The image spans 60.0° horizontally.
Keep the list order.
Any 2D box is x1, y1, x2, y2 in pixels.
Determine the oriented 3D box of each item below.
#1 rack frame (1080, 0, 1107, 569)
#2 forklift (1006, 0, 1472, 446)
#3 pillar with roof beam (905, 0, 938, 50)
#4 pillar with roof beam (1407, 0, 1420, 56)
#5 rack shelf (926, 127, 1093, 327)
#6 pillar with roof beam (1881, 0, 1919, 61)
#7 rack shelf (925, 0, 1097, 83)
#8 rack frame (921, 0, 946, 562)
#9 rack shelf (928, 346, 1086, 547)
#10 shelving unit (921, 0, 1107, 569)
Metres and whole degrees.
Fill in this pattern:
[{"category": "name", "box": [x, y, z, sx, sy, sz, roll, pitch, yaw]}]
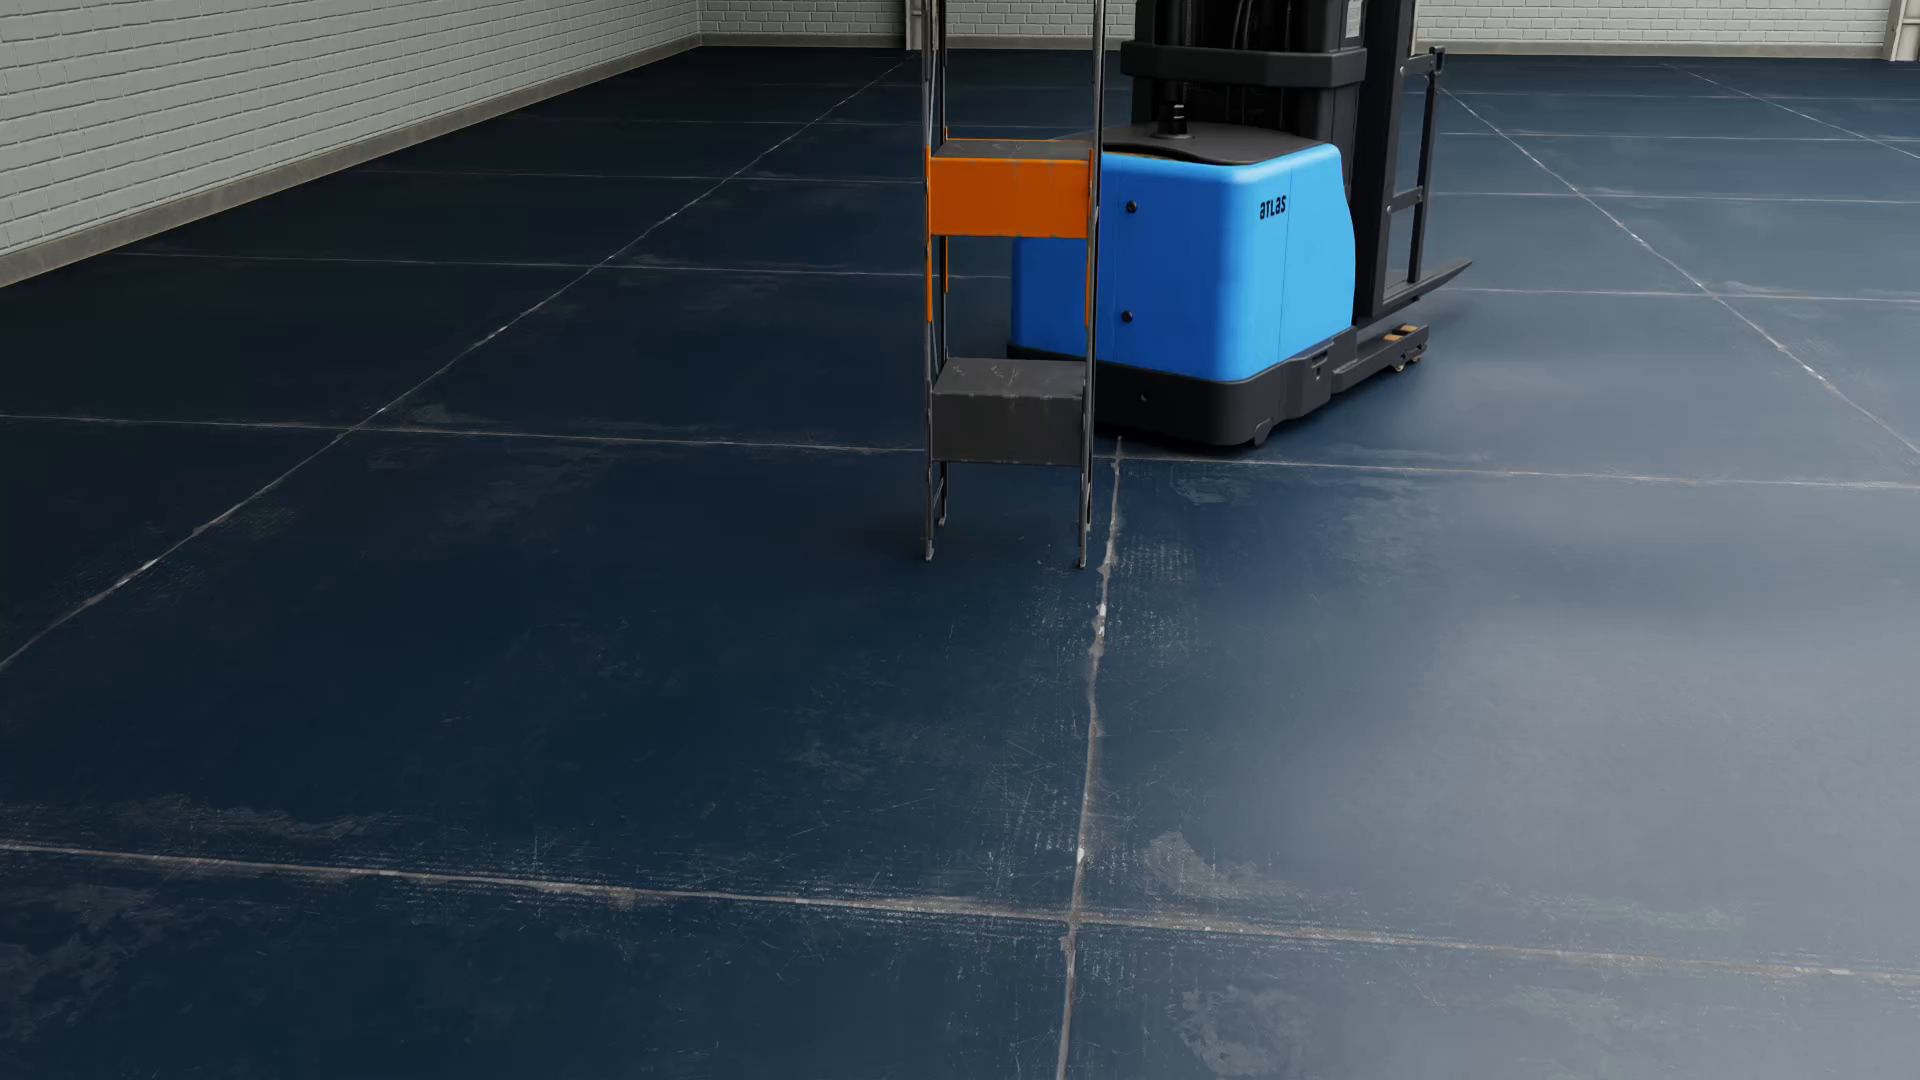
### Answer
[{"category": "rack frame", "box": [0.407, -0.959, 5.009, 0.015, 2.100, 0.400, 2, 22, 6]}, {"category": "forklift", "box": [1.447, -2.193, 7.000, 1.130, 2.935, 3.031, 15, 26, 33]}, {"category": "pillar with roof beam", "box": [-0.990, -8.960, 15.863, 0.400, 9.000, 9.100, 2, 22, 6]}, {"category": "pillar with roof beam", "box": [4.969, -8.700, 15.206, 0.400, 9.000, 9.100, 2, 22, 6]}, {"category": "rack shelf", "box": [0.164, -0.957, 5.041, 0.480, 0.518, 0.431, 2, 22, 6]}, {"category": "pillar with roof beam", "box": [10.927, -8.440, 14.550, 0.400, 9.000, 9.100, 2, 22, 6]}, {"category": "rack shelf", "box": [0.164, -1.608, 4.783, 0.480, 0.518, 0.431, 2, 22, 6]}, {"category": "rack frame", "box": [-0.078, -0.980, 5.062, 0.015, 2.100, 0.400, 2, 22, 6]}, {"category": "rack shelf", "box": [0.164, -0.306, 5.298, 0.480, 0.518, 0.431, 2, 22, 6]}, {"category": "shelving unit", "box": [0.164, -0.969, 5.036, 0.503, 2.100, 0.431, 2, 22, 6]}]
